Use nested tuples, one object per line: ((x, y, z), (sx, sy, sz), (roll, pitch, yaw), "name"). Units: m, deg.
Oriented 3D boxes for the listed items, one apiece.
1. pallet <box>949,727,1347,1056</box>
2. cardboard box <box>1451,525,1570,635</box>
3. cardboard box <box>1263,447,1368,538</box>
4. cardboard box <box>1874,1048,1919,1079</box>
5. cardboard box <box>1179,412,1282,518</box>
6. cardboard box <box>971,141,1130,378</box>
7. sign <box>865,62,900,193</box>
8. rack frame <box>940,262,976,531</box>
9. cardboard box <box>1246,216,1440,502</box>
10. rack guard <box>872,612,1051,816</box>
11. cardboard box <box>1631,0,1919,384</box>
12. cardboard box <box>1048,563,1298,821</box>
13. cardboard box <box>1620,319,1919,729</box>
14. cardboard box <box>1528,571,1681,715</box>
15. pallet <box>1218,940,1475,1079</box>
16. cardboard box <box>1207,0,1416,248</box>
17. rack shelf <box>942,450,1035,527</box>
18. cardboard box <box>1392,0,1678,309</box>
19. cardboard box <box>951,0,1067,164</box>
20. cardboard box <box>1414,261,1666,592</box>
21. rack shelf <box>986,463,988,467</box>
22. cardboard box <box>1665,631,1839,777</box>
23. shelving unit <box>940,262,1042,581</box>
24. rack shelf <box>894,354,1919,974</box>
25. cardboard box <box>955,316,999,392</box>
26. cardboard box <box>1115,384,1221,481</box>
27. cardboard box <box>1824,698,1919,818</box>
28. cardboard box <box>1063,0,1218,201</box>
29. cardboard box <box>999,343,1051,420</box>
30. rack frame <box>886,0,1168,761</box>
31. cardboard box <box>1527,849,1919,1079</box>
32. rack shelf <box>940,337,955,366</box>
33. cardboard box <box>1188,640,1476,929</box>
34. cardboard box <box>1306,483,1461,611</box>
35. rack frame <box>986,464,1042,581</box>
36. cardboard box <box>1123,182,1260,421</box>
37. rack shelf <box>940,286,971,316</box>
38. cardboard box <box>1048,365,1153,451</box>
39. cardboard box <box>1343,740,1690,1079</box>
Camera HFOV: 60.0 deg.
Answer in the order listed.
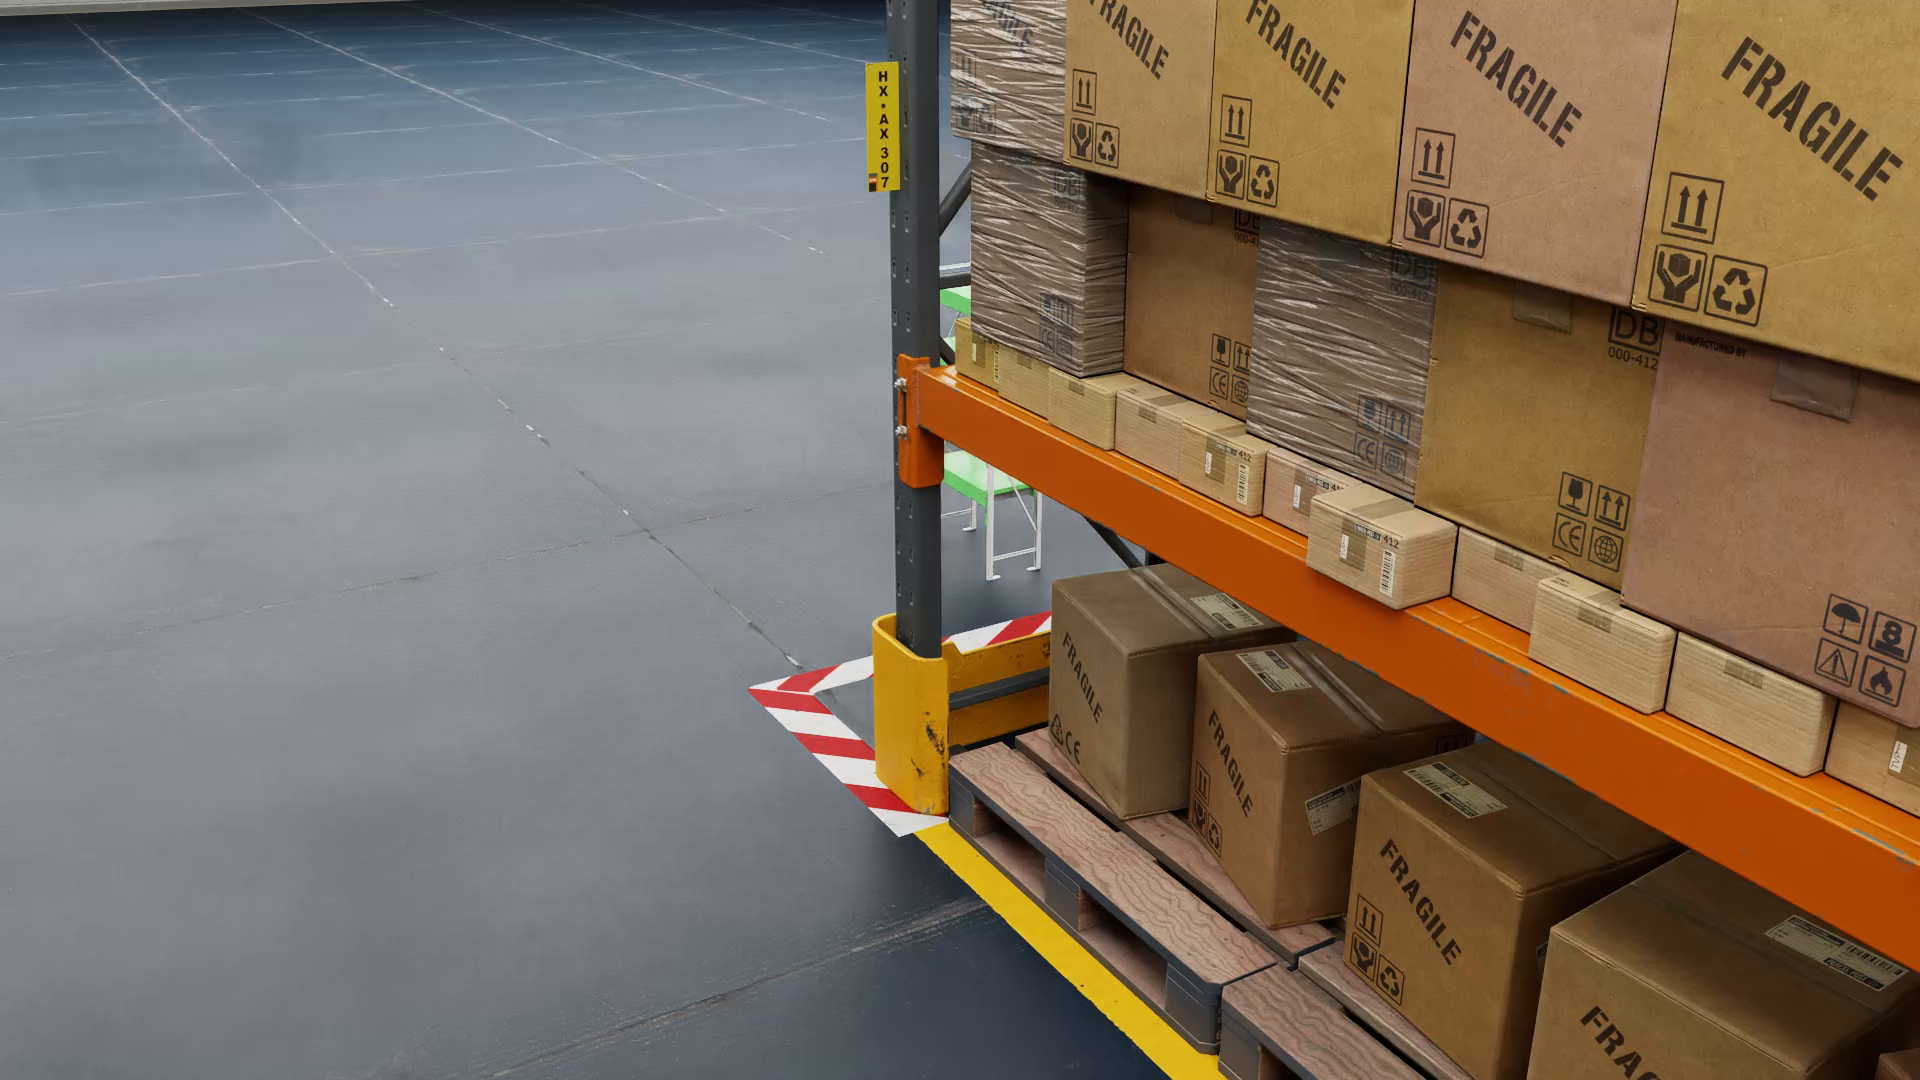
((0.694, 0.815, 4.526), (1.003, 0.211, 1.213), (-13, 25, -28), "pallet")
((1.136, 0.043, 3.056), (0.380, 0.149, 0.250), (-13, 25, -28), "cardboard box")
((0.855, -0.113, 3.440), (0.380, 0.149, 0.250), (-13, 25, -28), "cardboard box")
((1.845, 1.166, 2.721), (0.500, 0.500, 0.500), (-5, 23, -11), "cardboard box")
((0.704, -0.189, 3.627), (0.380, 0.149, 0.250), (-13, 25, -28), "cardboard box")
((0.528, -0.772, 4.199), (0.875, 0.500, 0.500), (-13, 25, -28), "cardboard box")
((-0.196, -1.068, 4.305), (0.100, 0.325, 0.005), (-13, 25, -28), "sign")
((-0.040, -0.581, 6.648), (0.240, 1.200, 0.015), (-13, 25, -28), "rack frame")
((1.105, -0.463, 3.439), (0.875, 0.500, 0.500), (-13, 25, -28), "cardboard box")
((0.309, 0.411, 5.135), (1.175, 0.500, 0.348), (-13, 25, -28), "rack guard")
((1.336, -0.540, 2.301), (0.500, 0.500, 0.500), (-13, 25, -28), "cardboard box")
((0.575, 0.398, 4.612), (0.500, 0.500, 0.500), (-8, 23, -18), "cardboard box")
((1.570, -0.129, 2.618), (0.875, 0.500, 0.500), (-13, 25, -28), "cardboard box")
((1.198, 0.139, 2.820), (0.380, 0.149, 0.250), (-13, 25, -28), "cardboard box")
((1.313, 1.209, 3.555), (1.003, 0.211, 1.213), (-13, 25, -28), "pallet")
((0.823, -0.863, 3.096), (0.500, 0.500, 0.500), (-13, 25, -28), "cardboard box")
((0.085, -0.221, 6.568), (0.258, 0.148, 0.480), (-13, 25, -28), "rack shelf")
((1.084, -0.703, 2.701), (0.500, 0.500, 0.500), (-13, 25, -28), "cardboard box")
((0.317, -1.188, 3.895), (0.500, 0.500, 0.500), (-13, 25, -28), "cardboard box")
((1.350, -0.299, 3.035), (0.875, 0.500, 0.500), (-13, 25, -28), "cardboard box")
((0.085, -0.443, 6.478), (0.258, 0.148, 0.480), (-13, 25, -28), "rack shelf")
((1.355, 0.213, 2.638), (0.380, 0.149, 0.250), (-13, 25, -28), "cardboard box")
((0.085, -0.502, 6.454), (0.258, 1.200, 0.503), (-13, 25, -28), "shelving unit")
((1.292, 0.210, 3.268), (1.077, 0.370, 4.000), (-13, 25, -28), "rack shelf")
((0.211, -0.517, 4.433), (0.380, 0.149, 0.250), (-13, 25, -28), "cardboard box")
((0.583, -0.271, 3.829), (0.380, 0.149, 0.250), (-13, 25, -28), "cardboard box")
((1.518, 0.286, 2.458), (0.380, 0.149, 0.250), (-13, 25, -28), "cardboard box")
((0.566, -1.025, 3.494), (0.500, 0.500, 0.500), (-13, 25, -28), "cardboard box")
((0.322, -0.432, 4.224), (0.380, 0.149, 0.250), (-13, 25, -28), "cardboard box")
((0.270, -0.771, 4.725), (1.000, 3.000, 0.127), (-13, 25, -28), "rack frame")
((1.460, 0.980, 3.178), (0.500, 0.500, 0.500), (-15, 27, -33), "cardboard box")
((0.085, -0.665, 6.387), (0.258, 0.148, 0.480), (-13, 25, -28), "rack shelf")
((0.910, 0.585, 4.152), (0.500, 0.500, 0.500), (-6, 23, -14), "cardboard box")
((0.894, -0.012, 3.192), (0.380, 0.149, 0.250), (-13, 25, -28), "cardboard box")
((0.209, -0.423, 6.259), (0.240, 1.200, 0.015), (-13, 25, -28), "rack frame")
((0.886, -0.633, 3.858), (0.875, 0.500, 0.500), (-13, 25, -28), "cardboard box")
((0.085, -0.888, 6.297), (0.258, 0.148, 0.480), (-13, 25, -28), "rack shelf")
((0.437, -0.348, 4.018), (0.380, 0.149, 0.250), (-13, 25, -28), "cardboard box")
((1.213, 0.791, 3.644), (0.500, 0.500, 0.500), (-10, 24, -23), "cardboard box")
